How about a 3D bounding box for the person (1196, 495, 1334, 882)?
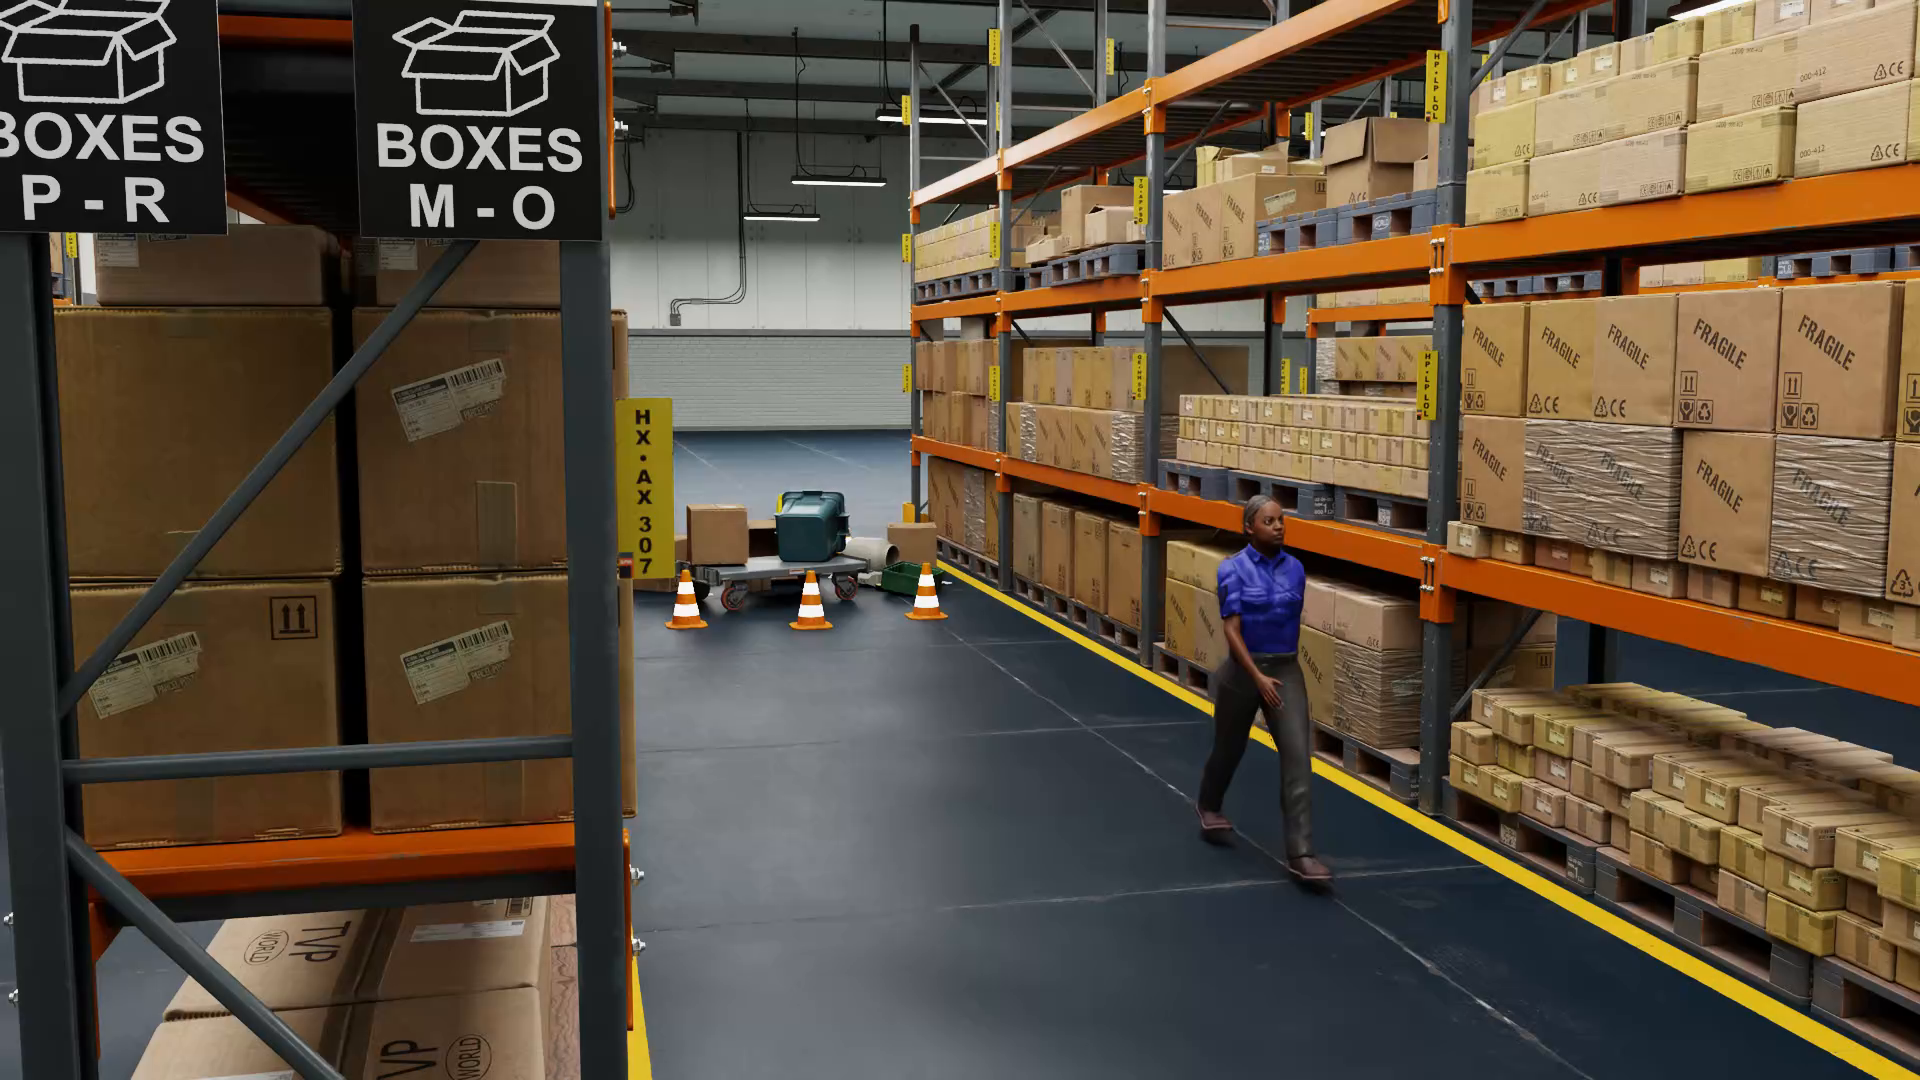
[{"bbox_3d":[1.315,0.601,7.213,0.430,1.594,1.037,-1,6,-10],"label":"person"}]
